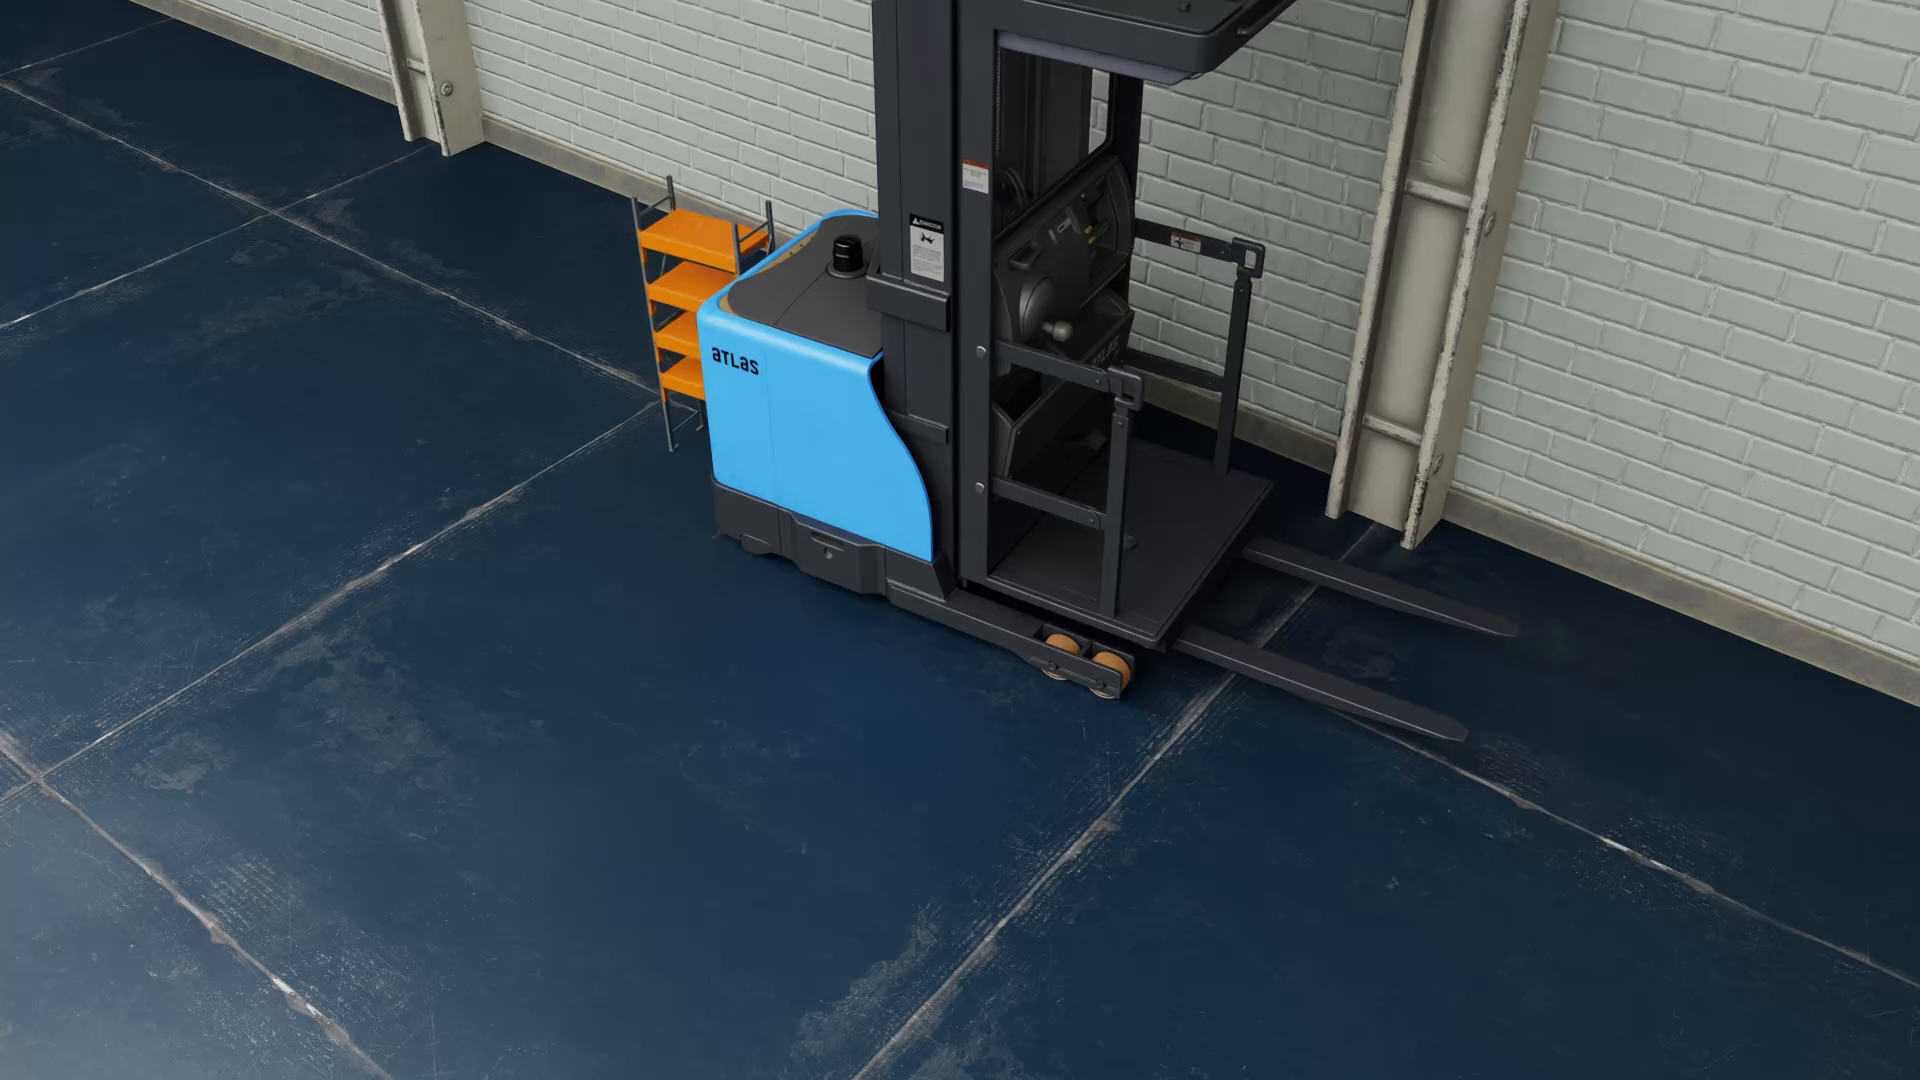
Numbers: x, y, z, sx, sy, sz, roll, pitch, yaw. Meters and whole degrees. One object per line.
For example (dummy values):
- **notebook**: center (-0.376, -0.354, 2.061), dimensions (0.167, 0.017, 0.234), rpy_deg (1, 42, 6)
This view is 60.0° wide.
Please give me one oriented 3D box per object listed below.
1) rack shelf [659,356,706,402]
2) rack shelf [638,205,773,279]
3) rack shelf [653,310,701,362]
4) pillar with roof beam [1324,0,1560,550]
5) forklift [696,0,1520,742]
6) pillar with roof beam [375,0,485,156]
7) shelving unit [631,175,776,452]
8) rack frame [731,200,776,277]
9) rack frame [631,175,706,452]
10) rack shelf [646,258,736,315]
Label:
- **rack shelf**: center (-0.994, -0.643, 7.019), dimensions (0.480, 0.148, 0.258), rpy_deg (19, 42, 24)
- **rack shelf**: center (-1.008, -1.166, 6.619), dimensions (0.480, 0.148, 0.258), rpy_deg (19, 42, 24)
- **rack shelf**: center (-0.998, -0.800, 6.898), dimensions (0.480, 0.148, 0.258), rpy_deg (19, 42, 24)
- **pillar with roof beam**: center (-0.858, -1.542, 1.420), dimensions (0.400, 9.000, 9.100), rpy_deg (25, 45, 29)
- **forklift**: center (0.543, -0.957, 5.595), dimensions (3.031, 2.935, 1.130), rpy_deg (20, 42, 23)
- **pillar with roof beam**: center (-5.624, -3.789, 4.290), dimensions (0.400, 9.000, 9.100), rpy_deg (25, 45, 29)
- **shelving unit**: center (-1.000, -0.854, 6.858), dimensions (0.503, 1.200, 0.258), rpy_deg (19, 42, 24)
- **rack frame**: center (-0.789, -0.783, 6.757), dimensions (0.015, 1.200, 0.240), rpy_deg (19, 42, 24)
- **rack frame**: center (-1.210, -0.925, 6.958), dimensions (0.015, 1.200, 0.240), rpy_deg (19, 42, 24)
- **rack shelf**: center (-1.003, -0.978, 6.763), dimensions (0.480, 0.148, 0.258), rpy_deg (19, 42, 24)
